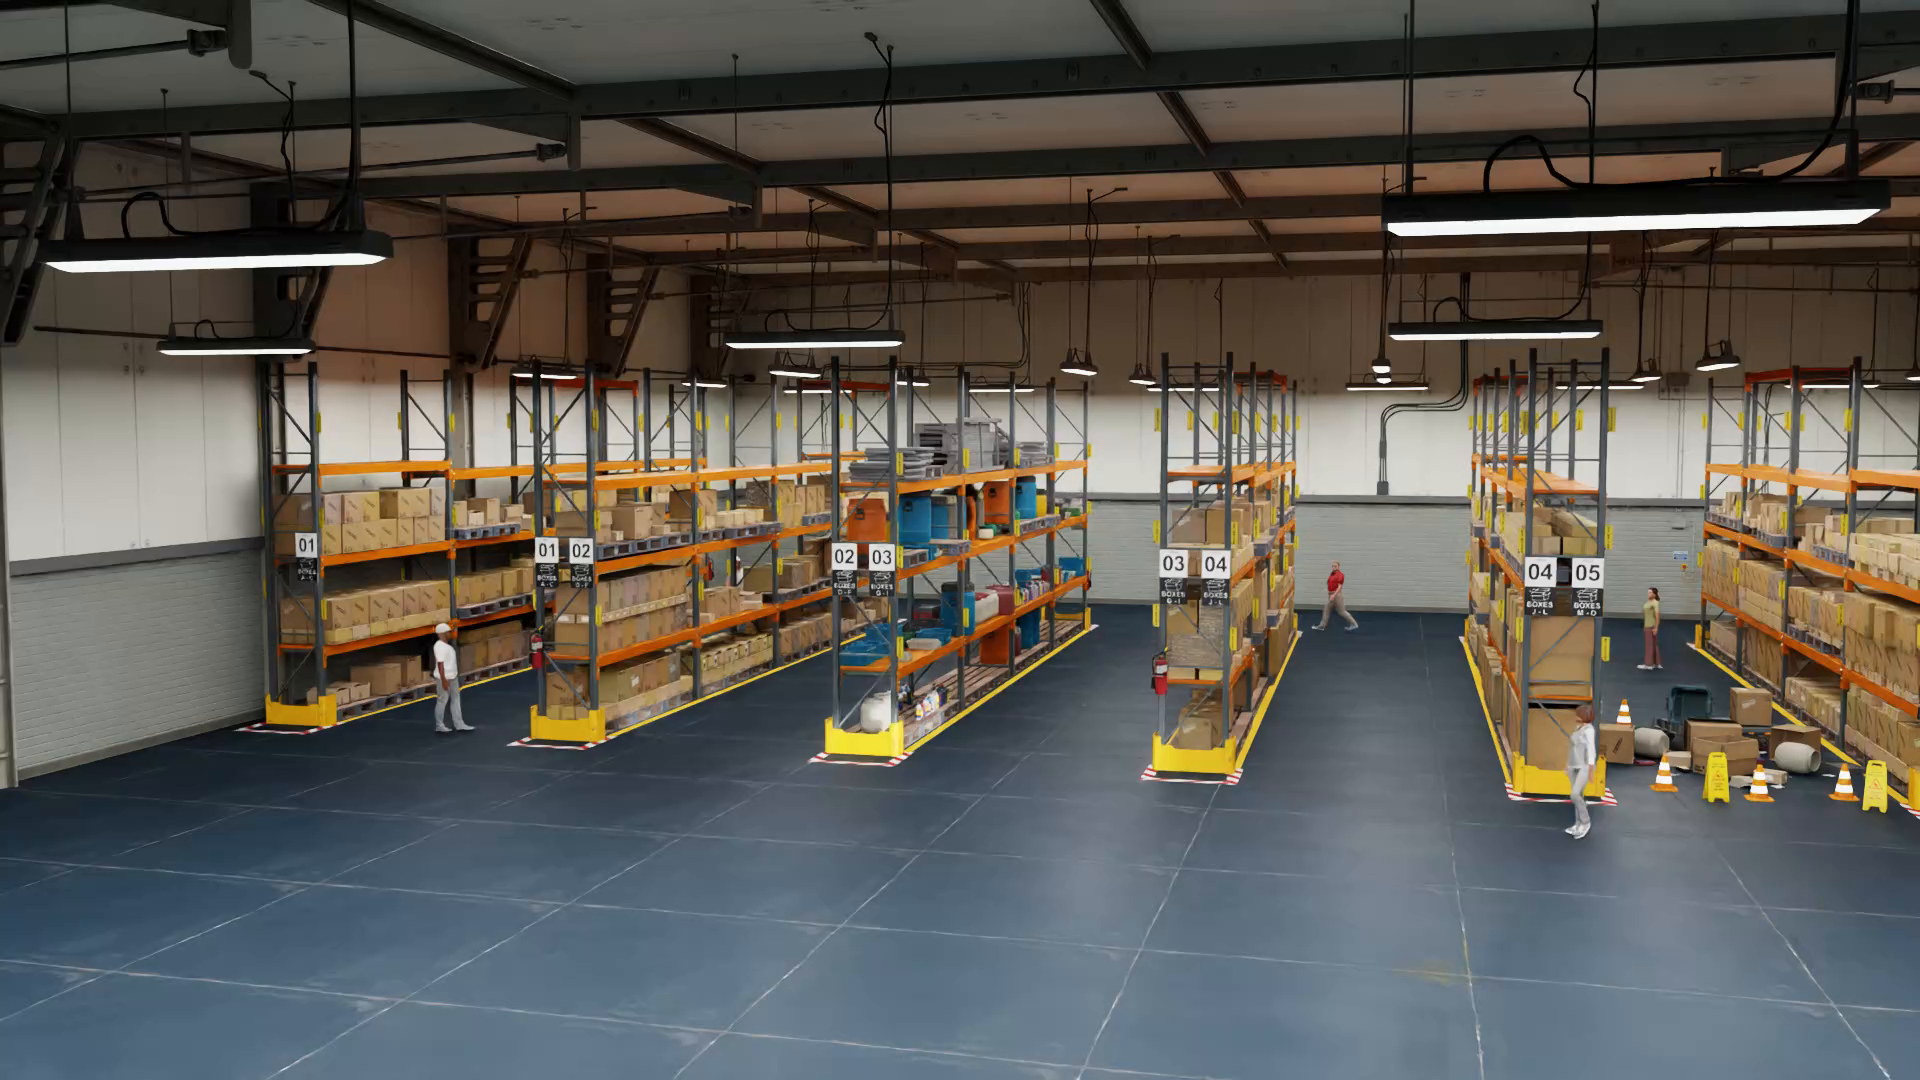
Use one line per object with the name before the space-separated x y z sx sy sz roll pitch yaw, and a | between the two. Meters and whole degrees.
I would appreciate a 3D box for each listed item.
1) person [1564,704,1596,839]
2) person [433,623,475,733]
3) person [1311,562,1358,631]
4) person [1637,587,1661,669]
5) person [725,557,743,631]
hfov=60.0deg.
person | 7.472 2.787 20.070 0.412 1.615 0.475 -2 4 -21
person | -8.241 2.230 26.930 0.608 1.765 0.606 1 4 11
person | 8.997 1.356 39.885 1.072 1.680 0.593 0 4 4
person | 14.080 1.790 33.892 0.441 1.672 0.466 2 5 28
person | -5.431 1.283 40.214 0.506 1.743 0.975 1 4 12
